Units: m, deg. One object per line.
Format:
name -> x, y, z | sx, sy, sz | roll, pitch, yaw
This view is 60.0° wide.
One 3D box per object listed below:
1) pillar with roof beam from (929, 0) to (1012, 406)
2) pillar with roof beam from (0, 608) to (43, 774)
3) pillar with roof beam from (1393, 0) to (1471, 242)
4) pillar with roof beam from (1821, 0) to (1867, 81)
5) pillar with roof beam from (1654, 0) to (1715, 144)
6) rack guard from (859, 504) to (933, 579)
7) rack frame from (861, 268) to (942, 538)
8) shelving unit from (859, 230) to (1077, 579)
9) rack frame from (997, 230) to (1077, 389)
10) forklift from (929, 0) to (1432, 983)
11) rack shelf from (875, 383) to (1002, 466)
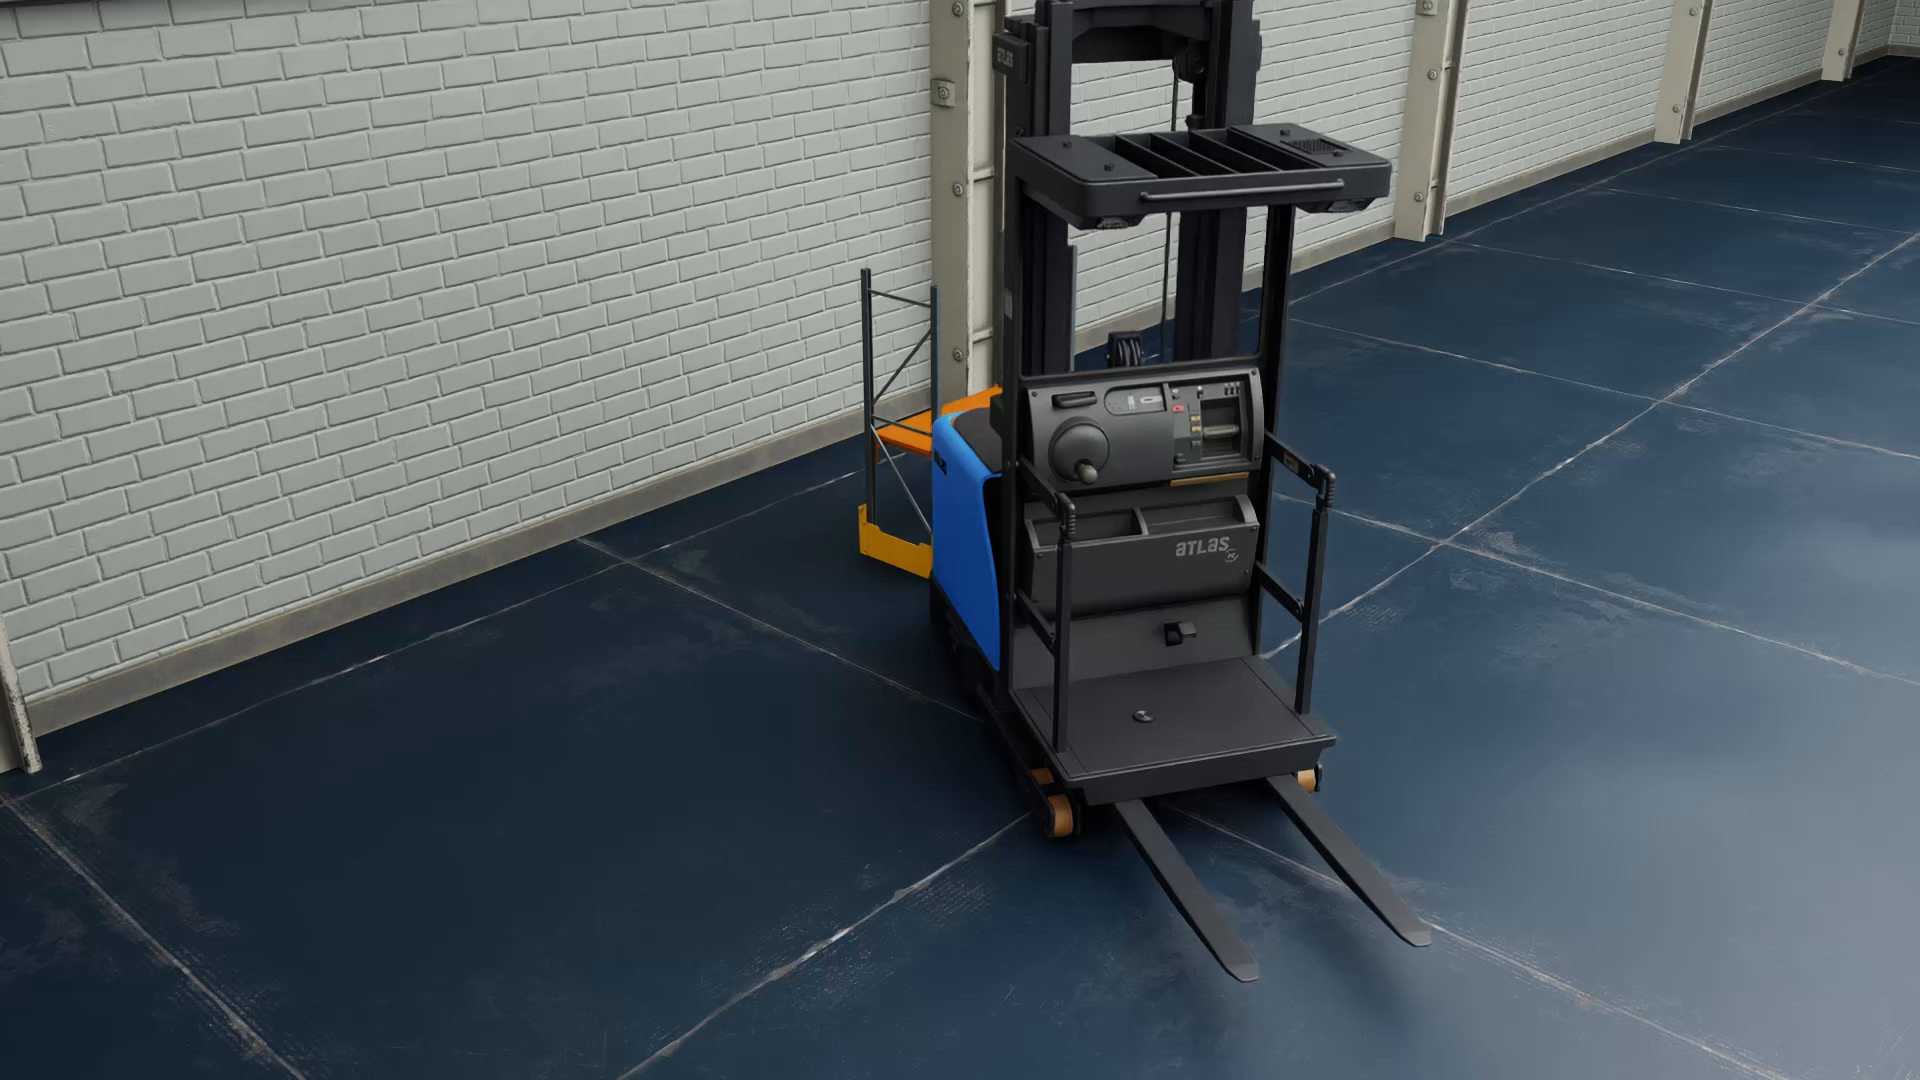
pillar with roof beam -> 3.270, -3.820, 6.271 | 9.100, 9.000, 0.400 | 20, 31, 38
pillar with roof beam -> -0.735, -1.992, 2.194 | 9.100, 9.000, 0.400 | 20, 31, 38
pillar with roof beam -> 7.274, -5.648, 10.348 | 9.100, 9.000, 0.400 | 20, 31, 38
pillar with roof beam -> 15.283, -9.304, 18.502 | 9.100, 9.000, 0.400 | 20, 31, 38
pillar with roof beam -> 11.279, -7.476, 14.425 | 9.100, 9.000, 0.400 | 20, 31, 38
rack guard -> -0.282, 0.014, 8.412 | 0.587, 0.250, 0.087 | 20, 31, 38
rack frame -> -0.282, -0.555, 8.156 | 0.500, 1.500, 0.032 | 20, 31, 38
shelving unit -> 0.051, -0.708, 8.495 | 0.587, 1.500, 1.083 | 20, 31, 38
rack frame -> 0.396, -0.865, 8.847 | 0.500, 1.500, 0.032 | 20, 31, 38
forklift -> 0.765, -0.397, 6.053 | 1.130, 2.935, 3.031 | -7, 25, -15
rack shelf -> 0.057, -0.546, 8.575 | 0.538, 0.185, 1.000 | 20, 31, 38
